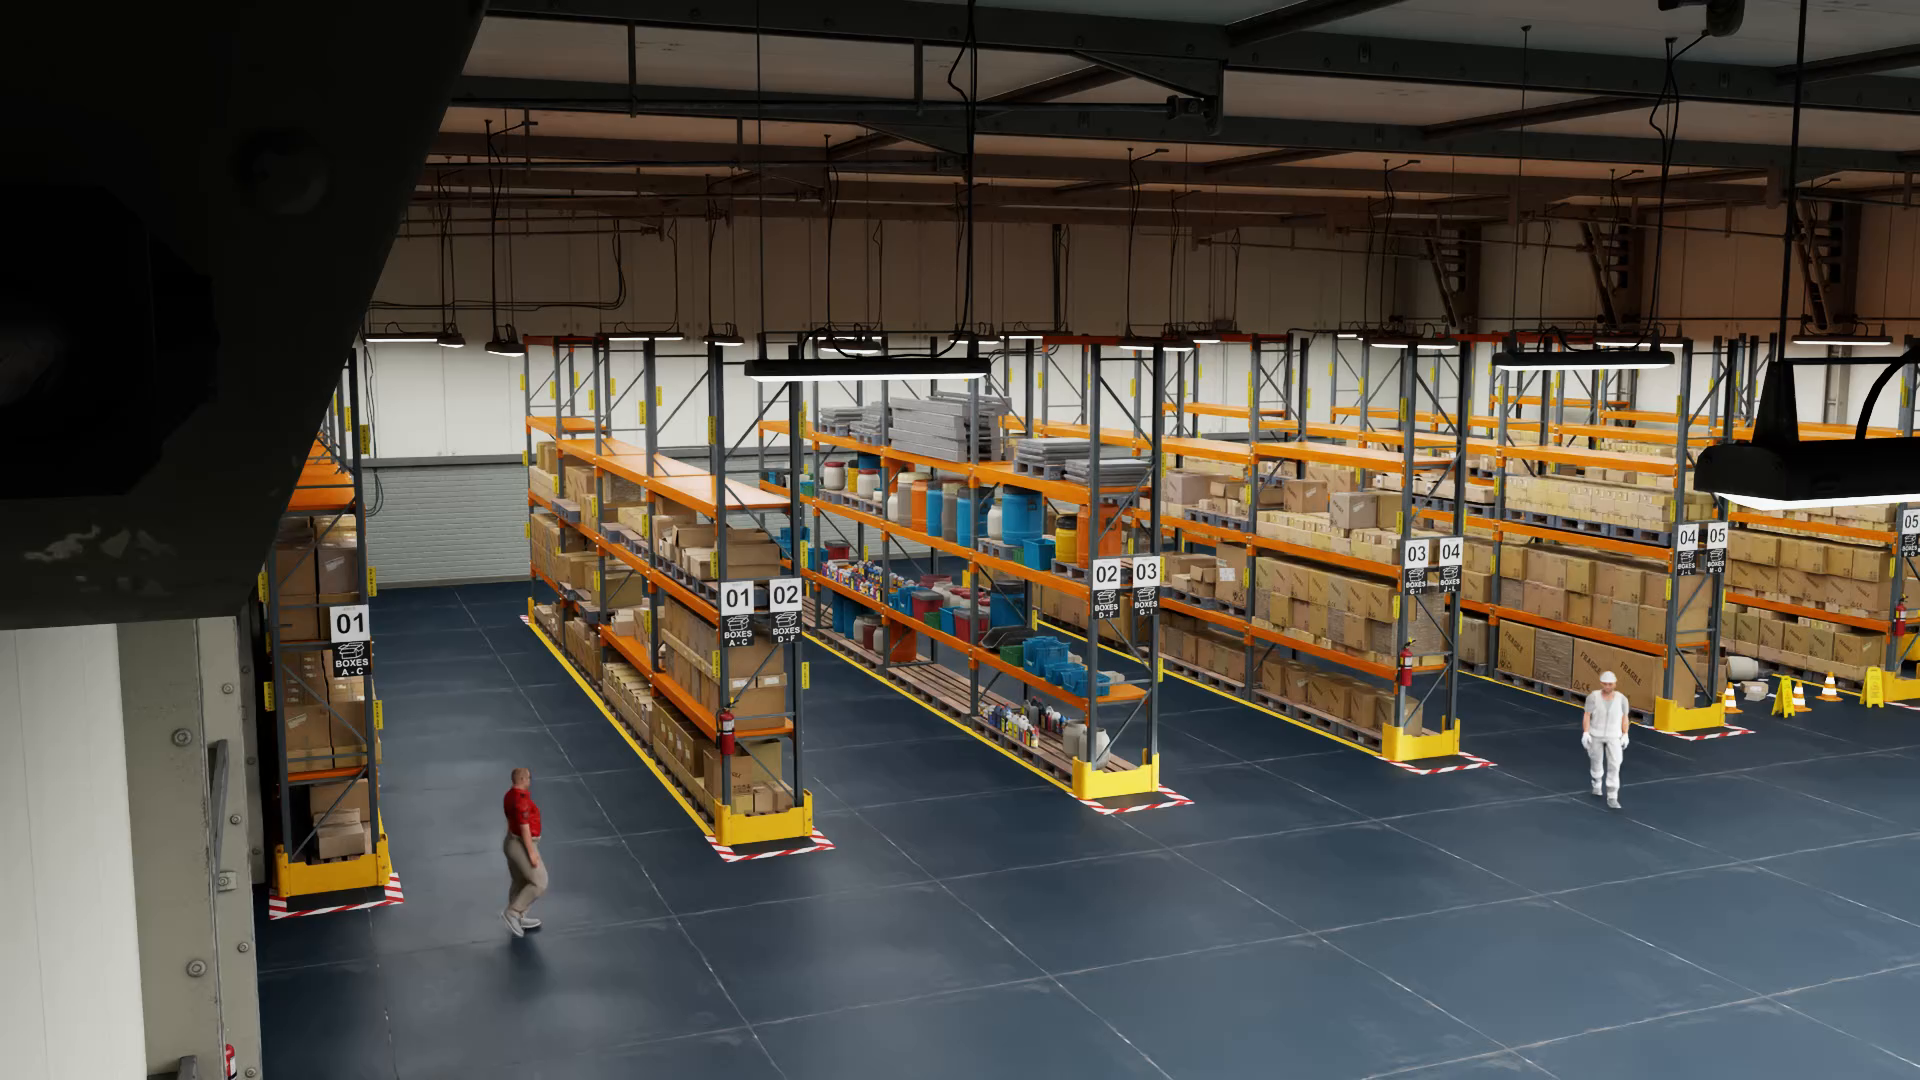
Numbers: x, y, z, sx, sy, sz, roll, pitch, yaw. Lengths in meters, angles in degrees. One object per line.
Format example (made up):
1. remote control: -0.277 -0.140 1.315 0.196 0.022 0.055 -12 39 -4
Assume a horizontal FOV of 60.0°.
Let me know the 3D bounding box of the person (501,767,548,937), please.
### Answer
1. person: -4.541 3.193 17.152 0.473 1.730 0.564 -4 9 -27

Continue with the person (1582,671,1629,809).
1. person: 8.420 2.572 21.695 0.574 1.726 1.030 3 8 22
